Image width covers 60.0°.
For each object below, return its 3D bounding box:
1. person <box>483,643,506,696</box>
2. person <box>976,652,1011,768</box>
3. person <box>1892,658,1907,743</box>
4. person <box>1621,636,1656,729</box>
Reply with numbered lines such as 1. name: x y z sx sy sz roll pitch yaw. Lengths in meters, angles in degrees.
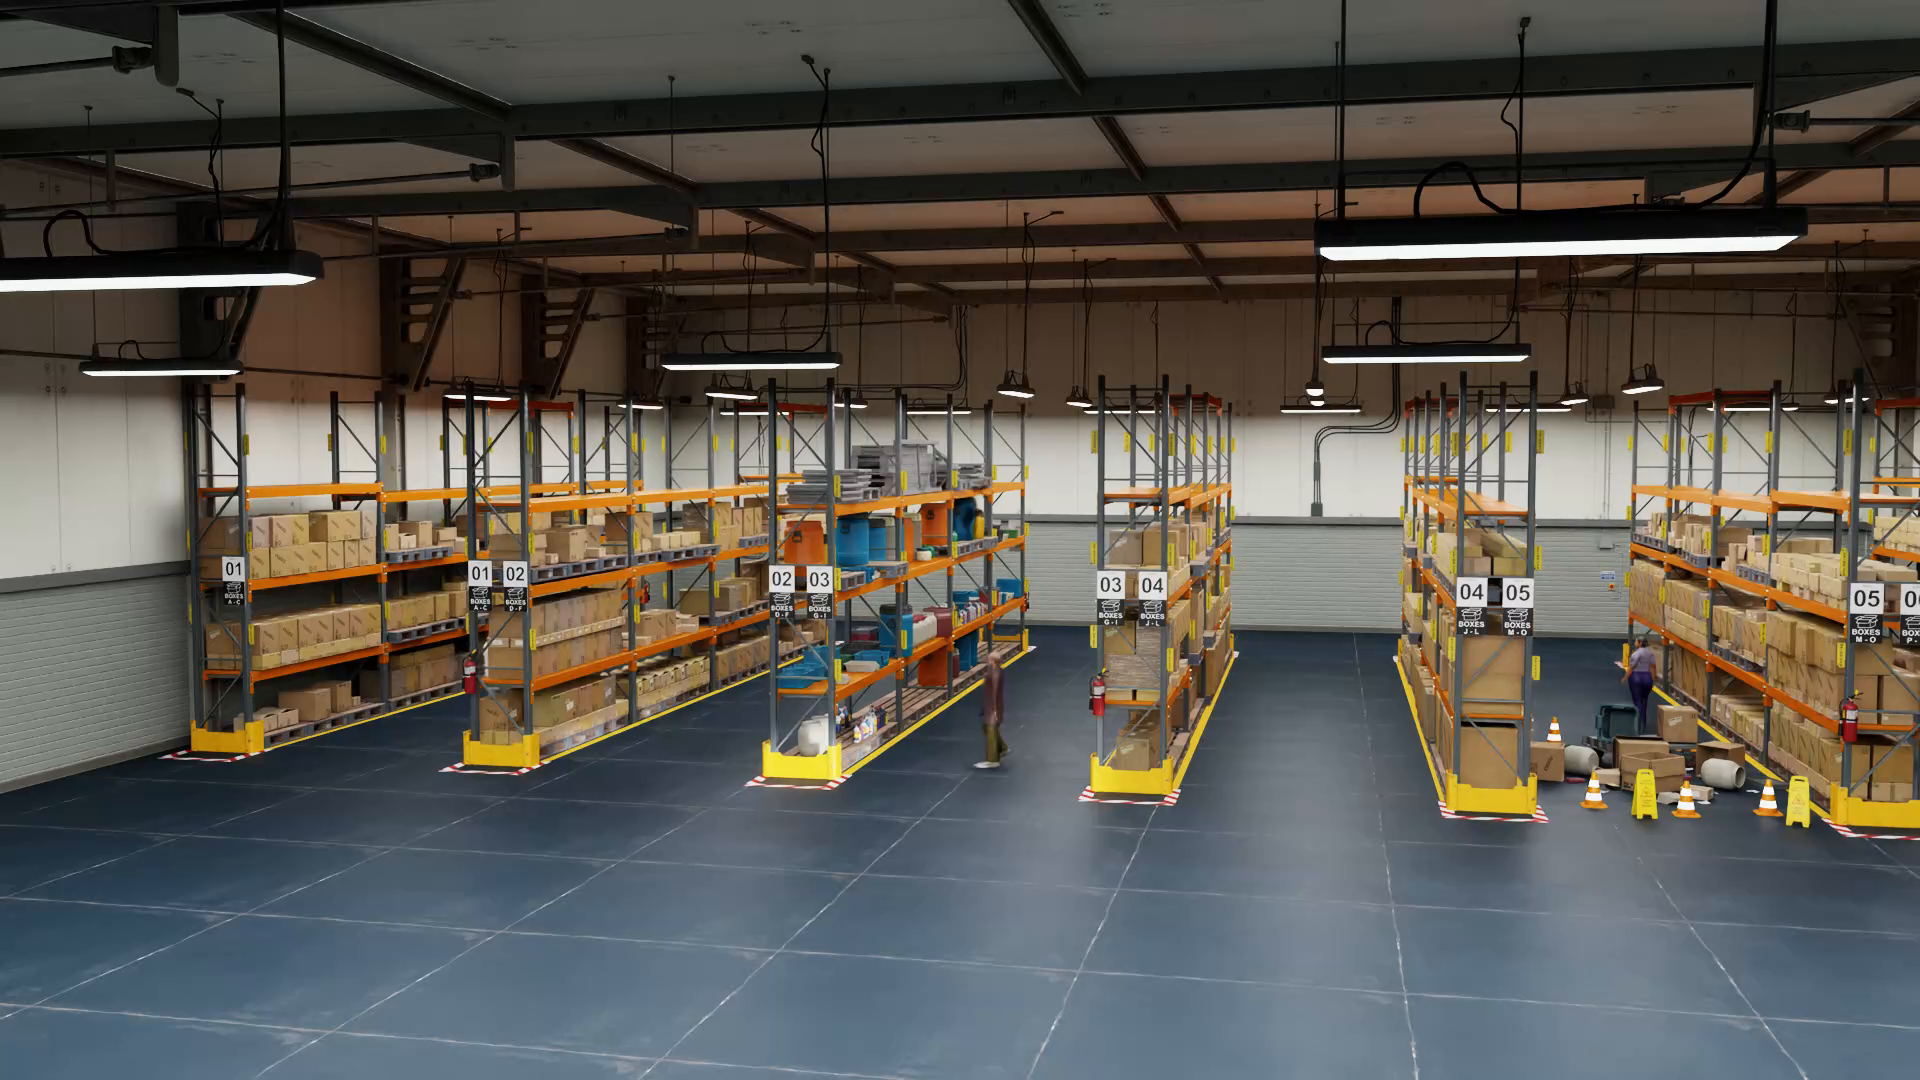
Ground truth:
1. person: -8.231 2.418 29.534 0.410 1.793 0.603 1 3 19
2. person: 0.522 2.630 25.857 0.549 1.804 0.590 0 3 3
3. person: 15.186 2.693 26.916 0.636 1.580 0.893 1 3 13
4. person: 11.952 2.512 29.250 0.554 1.651 0.744 0 3 1
